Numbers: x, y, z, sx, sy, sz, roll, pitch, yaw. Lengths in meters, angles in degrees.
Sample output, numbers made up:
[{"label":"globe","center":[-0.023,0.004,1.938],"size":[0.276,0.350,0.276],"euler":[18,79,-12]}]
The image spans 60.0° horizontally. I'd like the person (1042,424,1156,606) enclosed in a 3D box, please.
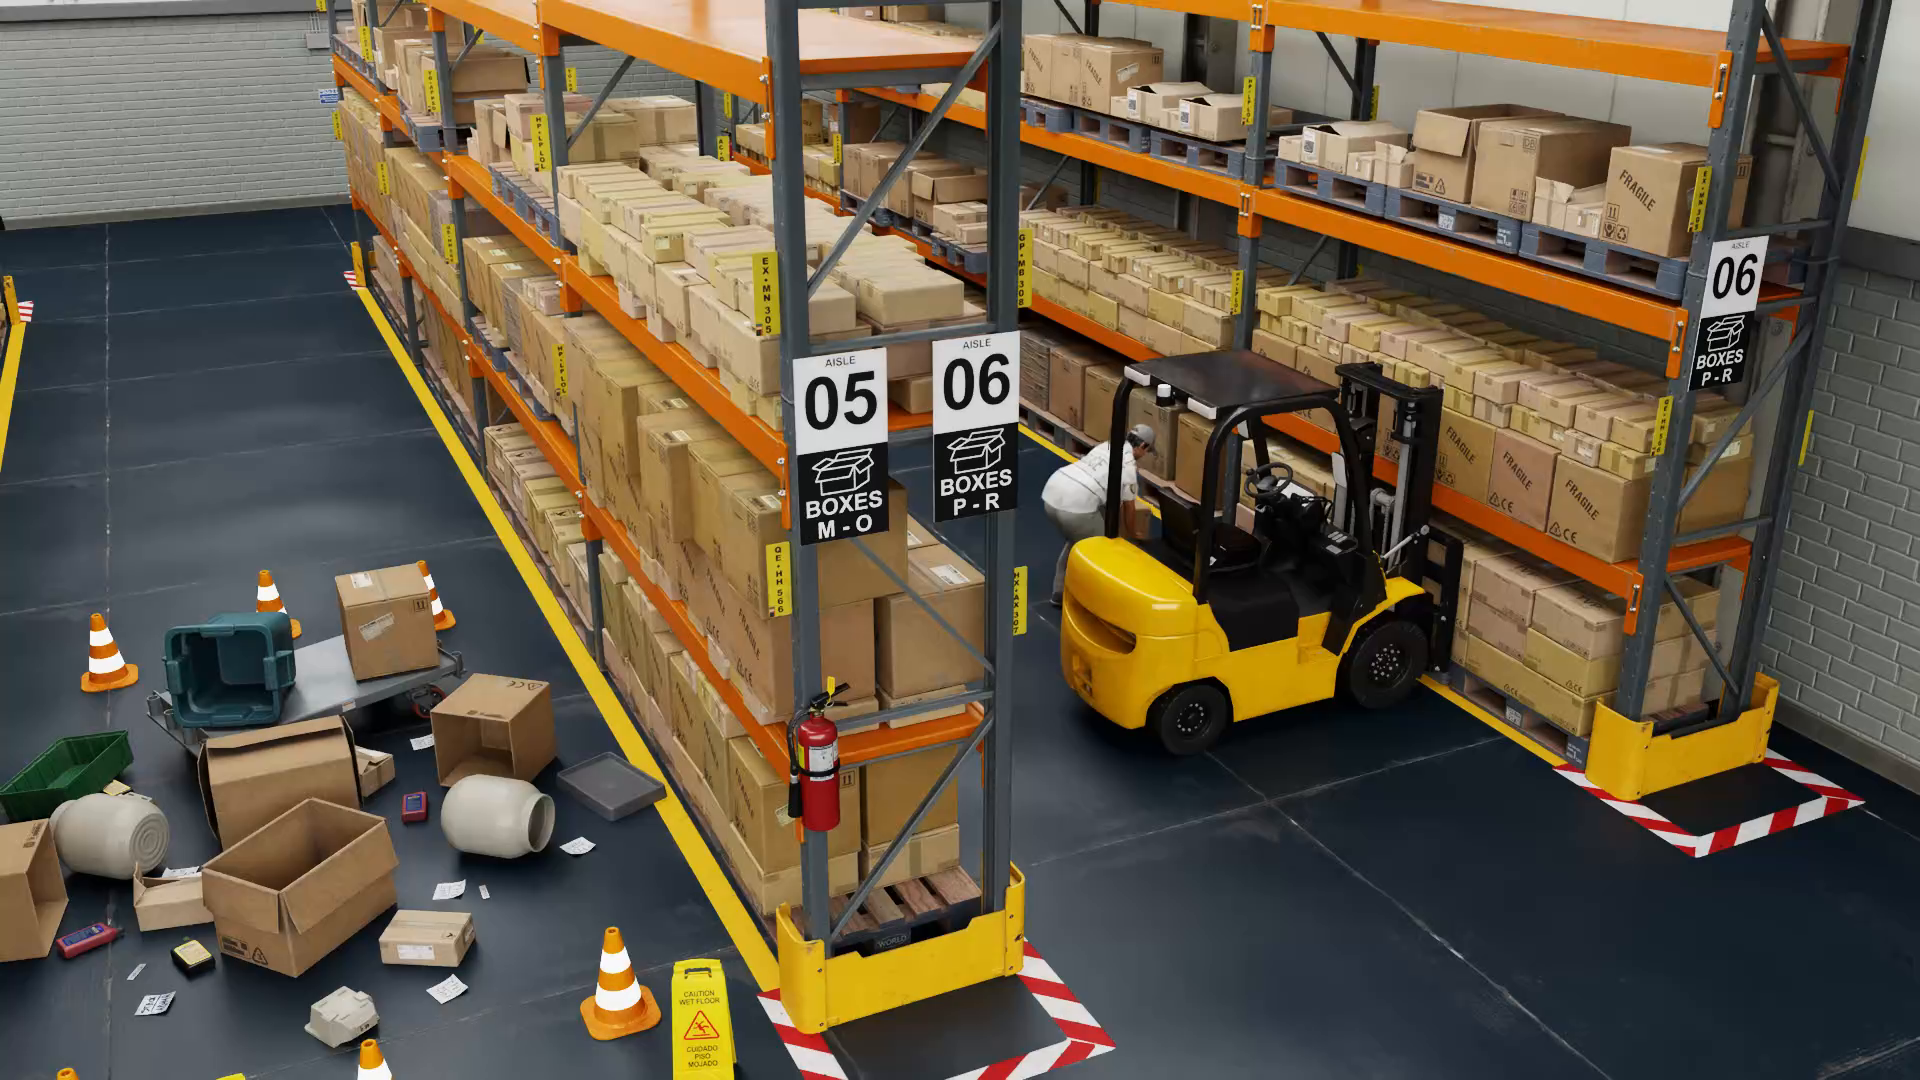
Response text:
[{"label":"person","center":[1.006,-0.140,11.793],"size":[0.873,1.325,0.467],"euler":[-11,25,-25]}]
